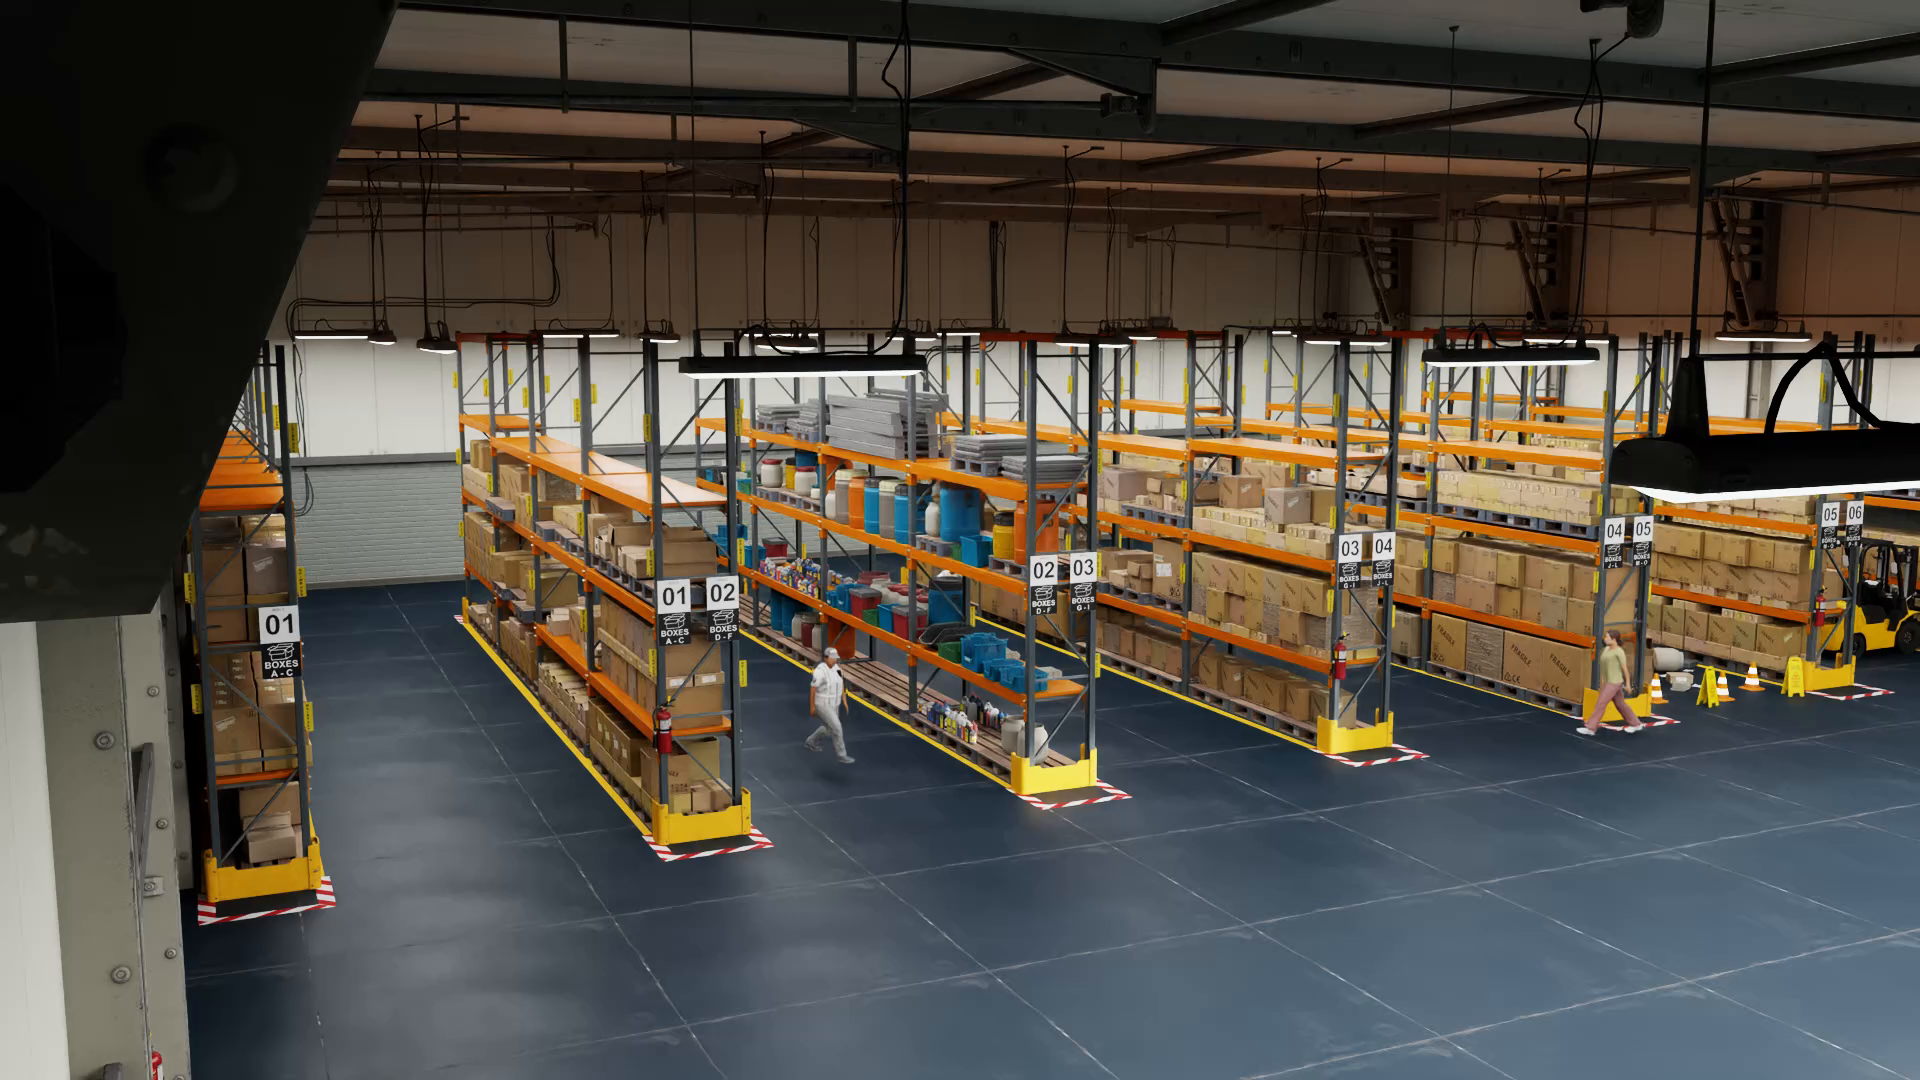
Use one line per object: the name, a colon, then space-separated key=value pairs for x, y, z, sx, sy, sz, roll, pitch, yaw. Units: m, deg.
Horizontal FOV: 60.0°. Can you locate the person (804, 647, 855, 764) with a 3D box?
person: x=-1.776 y=2.234 z=22.940 sx=1.064 sy=1.527 sz=0.511 roll=5 pitch=9 yaw=33

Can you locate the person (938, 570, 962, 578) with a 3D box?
person: x=-0.147 y=1.138 z=32.407 sx=0.698 sy=1.687 sz=0.728 roll=-2 pitch=8 yaw=-13

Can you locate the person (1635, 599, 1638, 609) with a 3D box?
person: x=14.022 y=0.928 z=34.304 sx=0.351 sy=1.620 sz=0.443 roll=7 pitch=10 yaw=42

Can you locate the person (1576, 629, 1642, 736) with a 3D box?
person: x=9.836 y=2.142 z=25.134 sx=1.054 sy=1.611 sz=0.511 roll=0 pitch=8 yaw=1
